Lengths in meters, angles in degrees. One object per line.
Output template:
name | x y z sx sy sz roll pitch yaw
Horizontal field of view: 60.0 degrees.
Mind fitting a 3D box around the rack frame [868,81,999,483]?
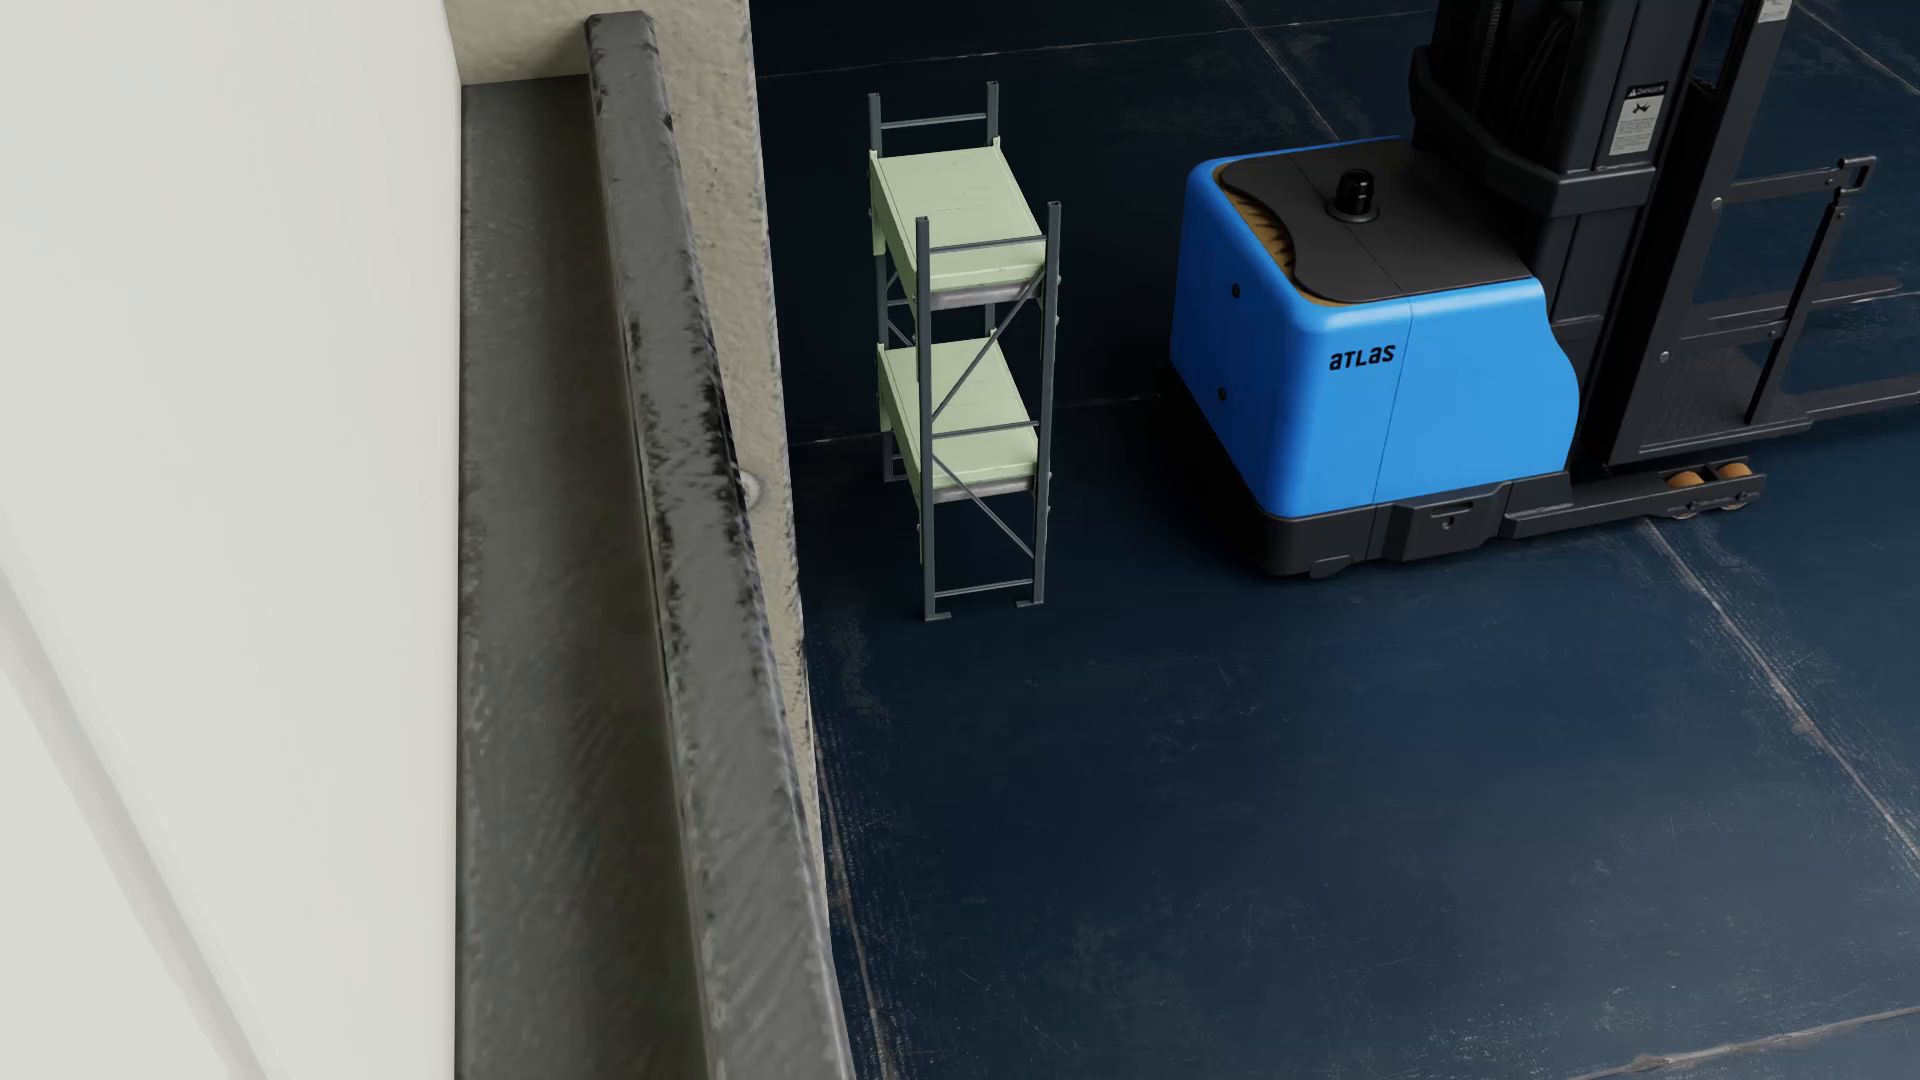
rack frame | -0.080 -0.802 5.524 0.400 1.500 0.023 -8 42 -9

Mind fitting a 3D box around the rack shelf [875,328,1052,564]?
rack shelf | -0.001 -0.321 5.473 0.431 0.370 0.720 -8 42 -9

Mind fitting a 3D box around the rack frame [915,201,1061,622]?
rack frame | 0.078 -0.328 4.990 0.400 1.500 0.023 -8 42 -9

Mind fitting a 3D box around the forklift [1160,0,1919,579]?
forklift | 2.319 -1.500 5.232 3.031 2.935 1.130 -10 43 -11

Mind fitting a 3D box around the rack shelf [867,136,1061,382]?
rack shelf | -0.001 -0.857 4.998 0.431 0.370 0.720 -8 42 -9

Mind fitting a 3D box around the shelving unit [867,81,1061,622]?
shelving unit | -0.001 -0.565 5.257 0.431 1.500 0.755 -8 42 -9
